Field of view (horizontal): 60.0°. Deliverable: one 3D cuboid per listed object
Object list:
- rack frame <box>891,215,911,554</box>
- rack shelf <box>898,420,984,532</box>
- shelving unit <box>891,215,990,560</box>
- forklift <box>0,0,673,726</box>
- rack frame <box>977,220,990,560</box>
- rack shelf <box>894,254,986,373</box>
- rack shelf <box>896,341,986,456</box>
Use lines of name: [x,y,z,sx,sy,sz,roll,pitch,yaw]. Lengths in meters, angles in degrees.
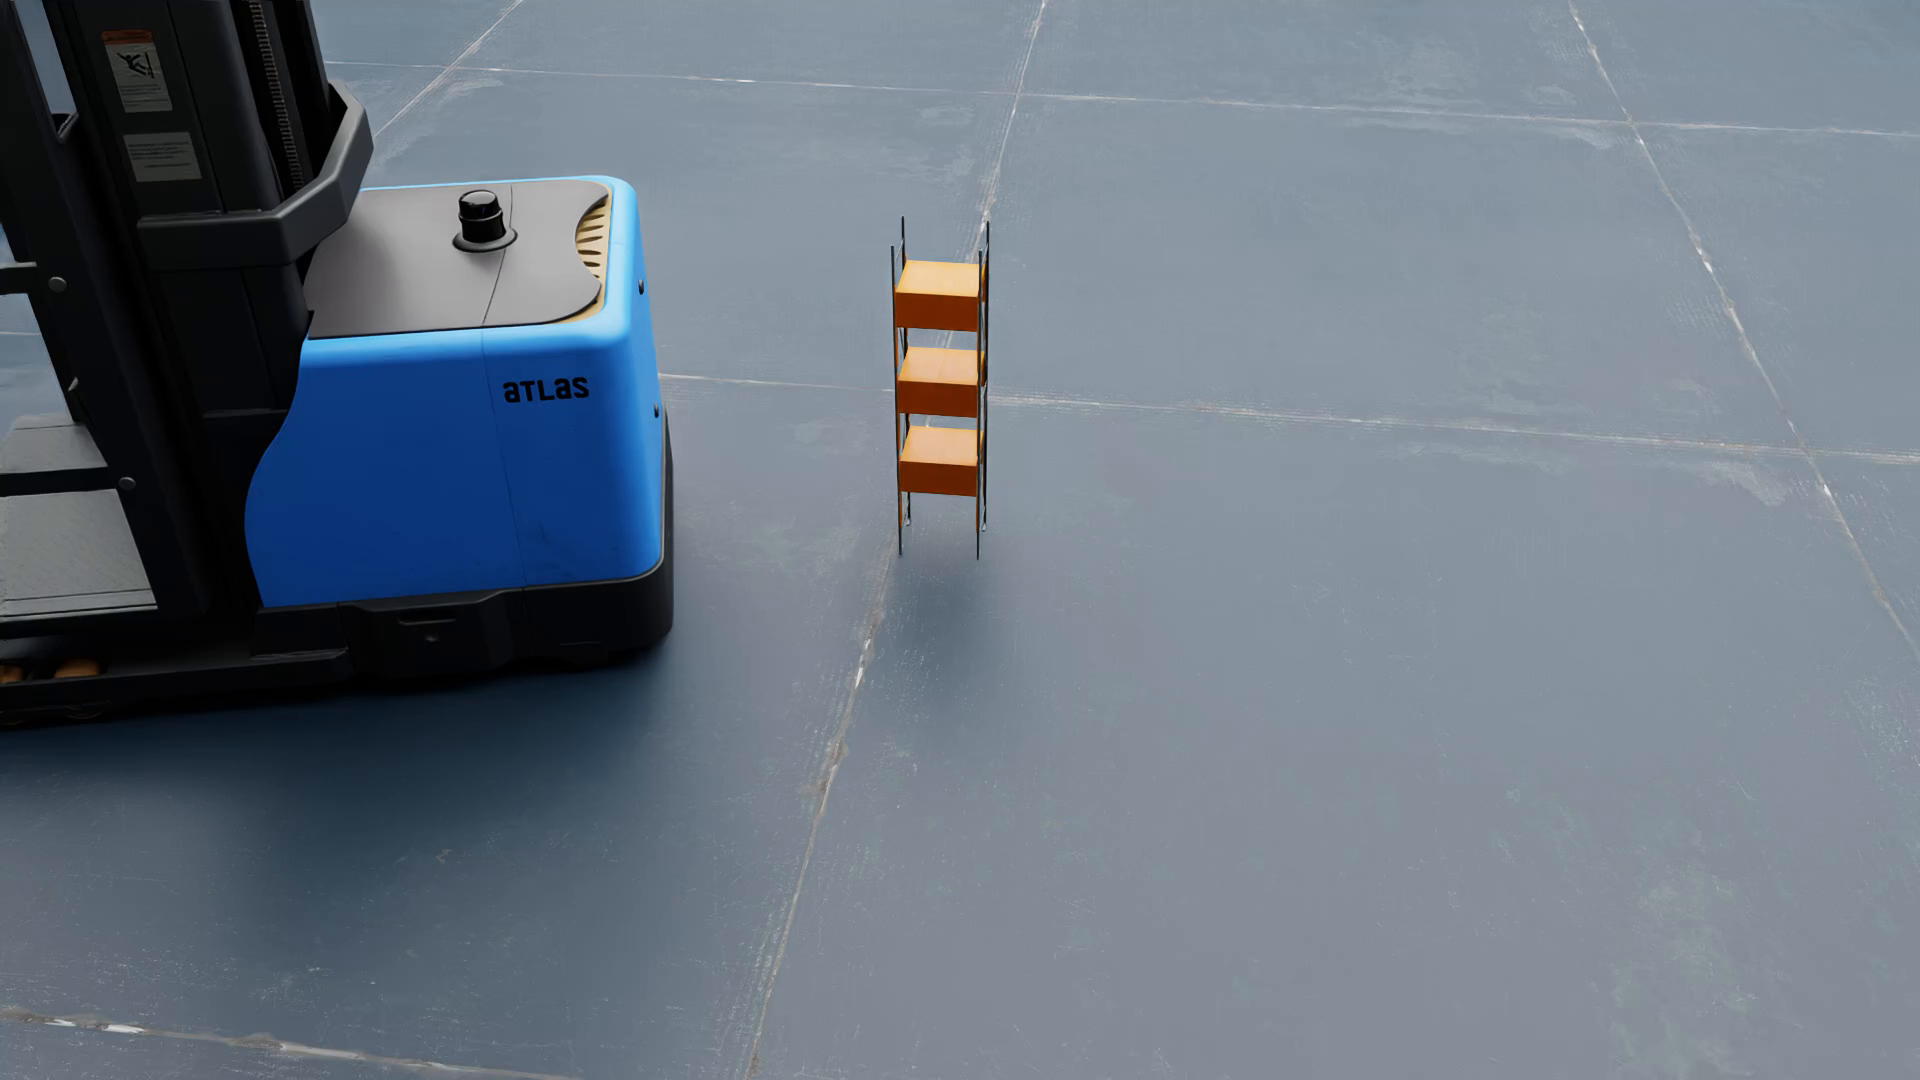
rack frame: [-0.174,-0.440,4.963,0.008,1.050,0.200,4,36,6]
rack shelf: [-0.053,-0.196,5.118,0.240,0.259,0.215,4,36,6]
shelving unit: [-0.053,-0.431,4.951,0.252,1.050,0.215,4,36,6]
forklift: [-2.386,-1.015,4.149,3.031,2.935,1.130,-5,36,-6]
rack frame: [0.068,-0.422,4.938,0.008,1.050,0.200,4,36,6]
rack shelf: [-0.053,-0.654,4.792,0.240,0.259,0.215,4,36,6]
rack shelf: [-0.053,-0.423,4.957,0.240,0.259,0.215,4,36,6]
